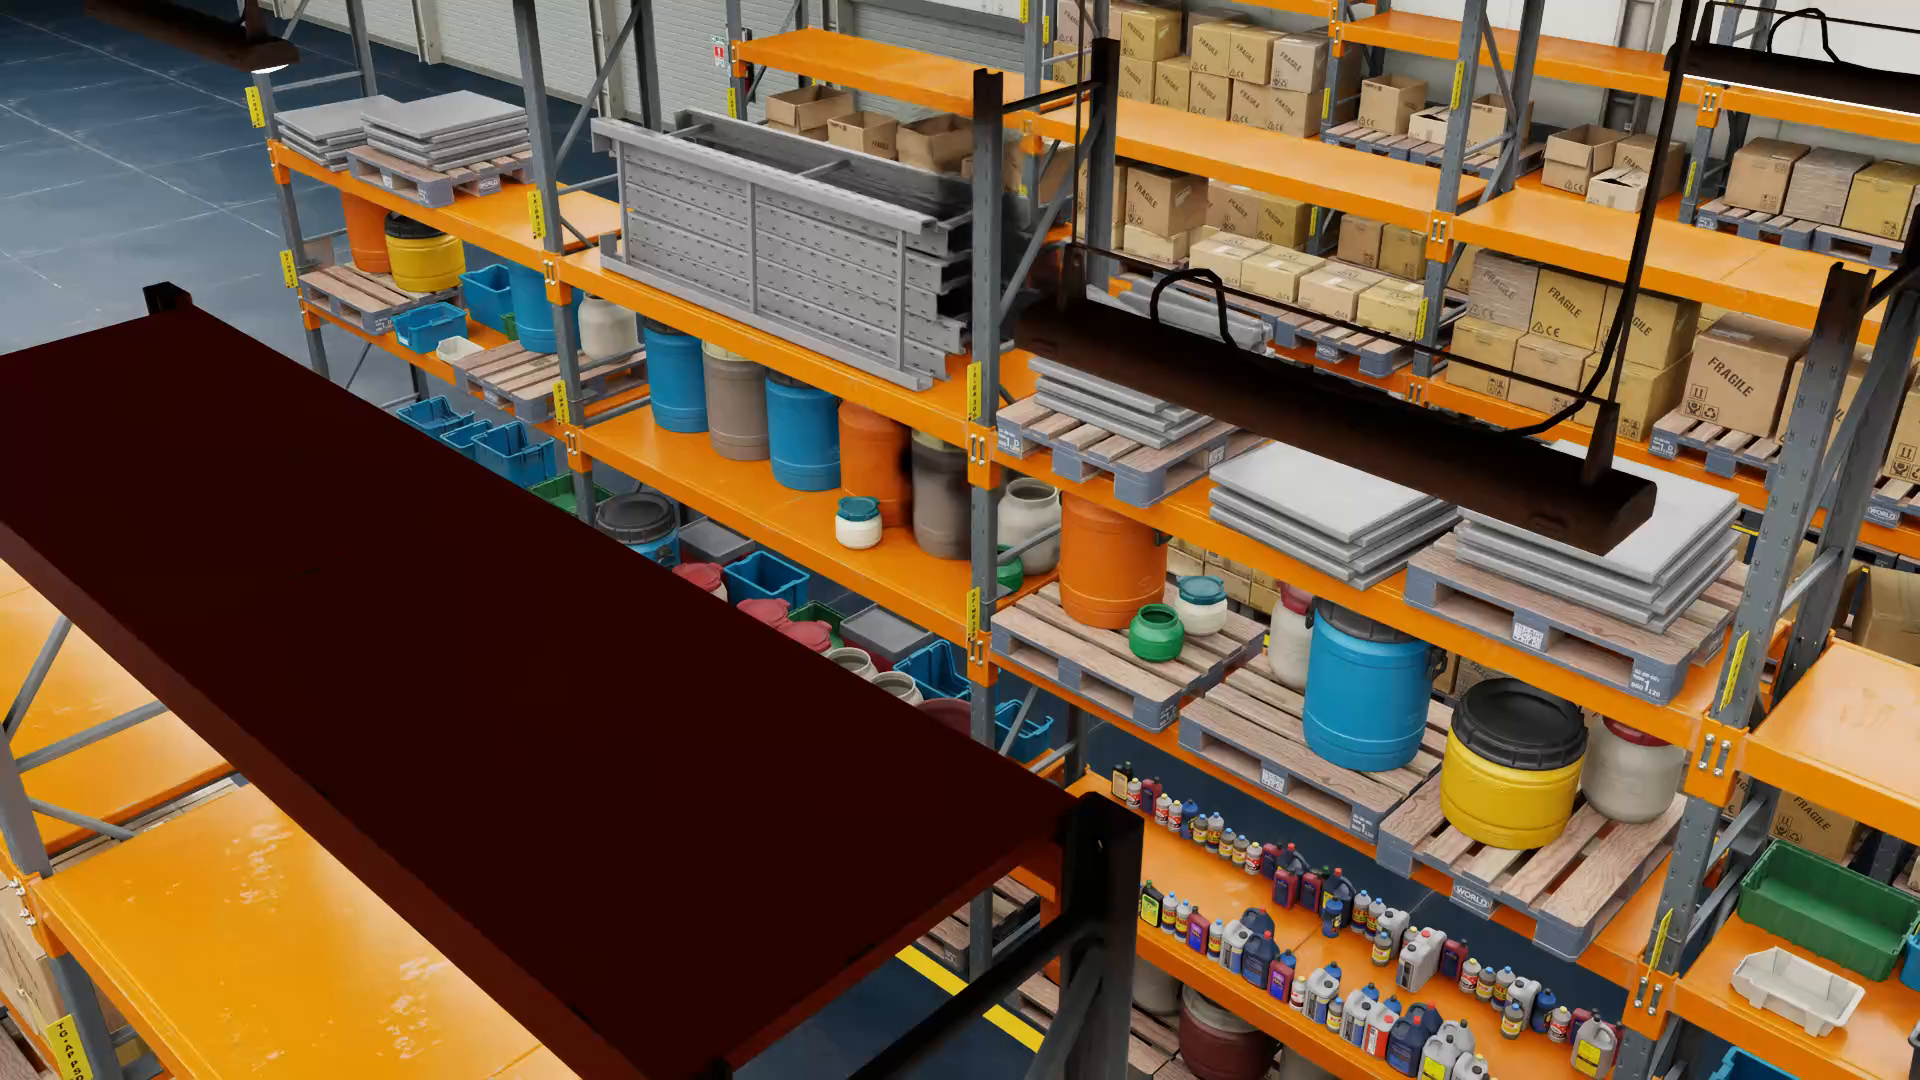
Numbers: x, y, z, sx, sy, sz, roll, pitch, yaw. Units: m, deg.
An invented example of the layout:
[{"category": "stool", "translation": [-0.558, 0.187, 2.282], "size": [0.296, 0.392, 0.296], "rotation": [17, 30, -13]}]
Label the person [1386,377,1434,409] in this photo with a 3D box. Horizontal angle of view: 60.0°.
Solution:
[{"category": "person", "translation": [4.468, -0.944, 16.248], "size": [1.053, 1.731, 0.706], "rotation": [18, 34, 29]}]
